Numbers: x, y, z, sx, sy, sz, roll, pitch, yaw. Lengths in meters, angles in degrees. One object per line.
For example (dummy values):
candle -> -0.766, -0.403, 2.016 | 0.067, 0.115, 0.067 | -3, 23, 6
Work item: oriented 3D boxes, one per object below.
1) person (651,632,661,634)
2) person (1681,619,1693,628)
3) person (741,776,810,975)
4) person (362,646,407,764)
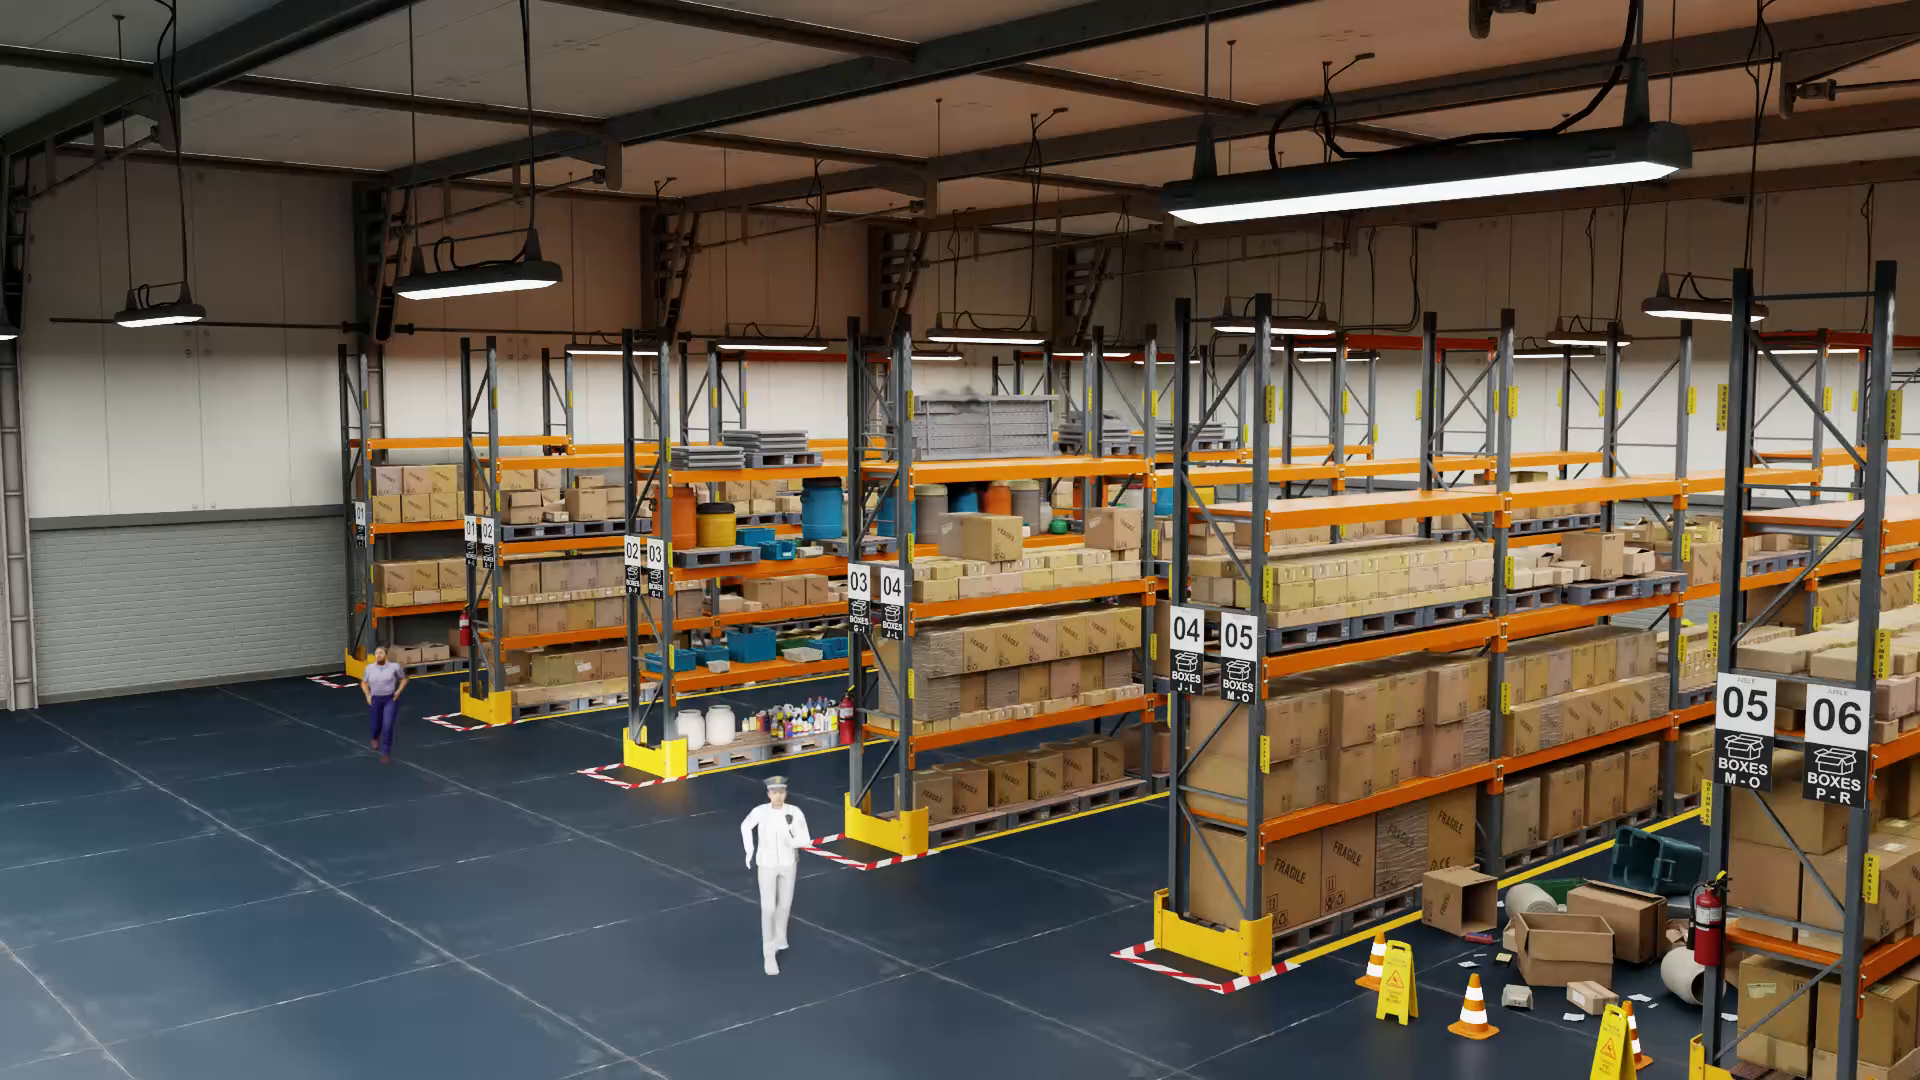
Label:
person -> -5.614, 1.521, 30.793 | 0.608, 1.744, 0.635 | -5, 7, -43
person -> 10.939, 2.047, 25.210 | 0.580, 1.718, 0.707 | -5, 7, -43
person -> -1.656, 2.977, 15.025 | 0.581, 1.753, 0.761 | -1, 5, -14
person -> -8.072, 2.286, 23.349 | 0.608, 1.630, 0.655 | -1, 5, -13
